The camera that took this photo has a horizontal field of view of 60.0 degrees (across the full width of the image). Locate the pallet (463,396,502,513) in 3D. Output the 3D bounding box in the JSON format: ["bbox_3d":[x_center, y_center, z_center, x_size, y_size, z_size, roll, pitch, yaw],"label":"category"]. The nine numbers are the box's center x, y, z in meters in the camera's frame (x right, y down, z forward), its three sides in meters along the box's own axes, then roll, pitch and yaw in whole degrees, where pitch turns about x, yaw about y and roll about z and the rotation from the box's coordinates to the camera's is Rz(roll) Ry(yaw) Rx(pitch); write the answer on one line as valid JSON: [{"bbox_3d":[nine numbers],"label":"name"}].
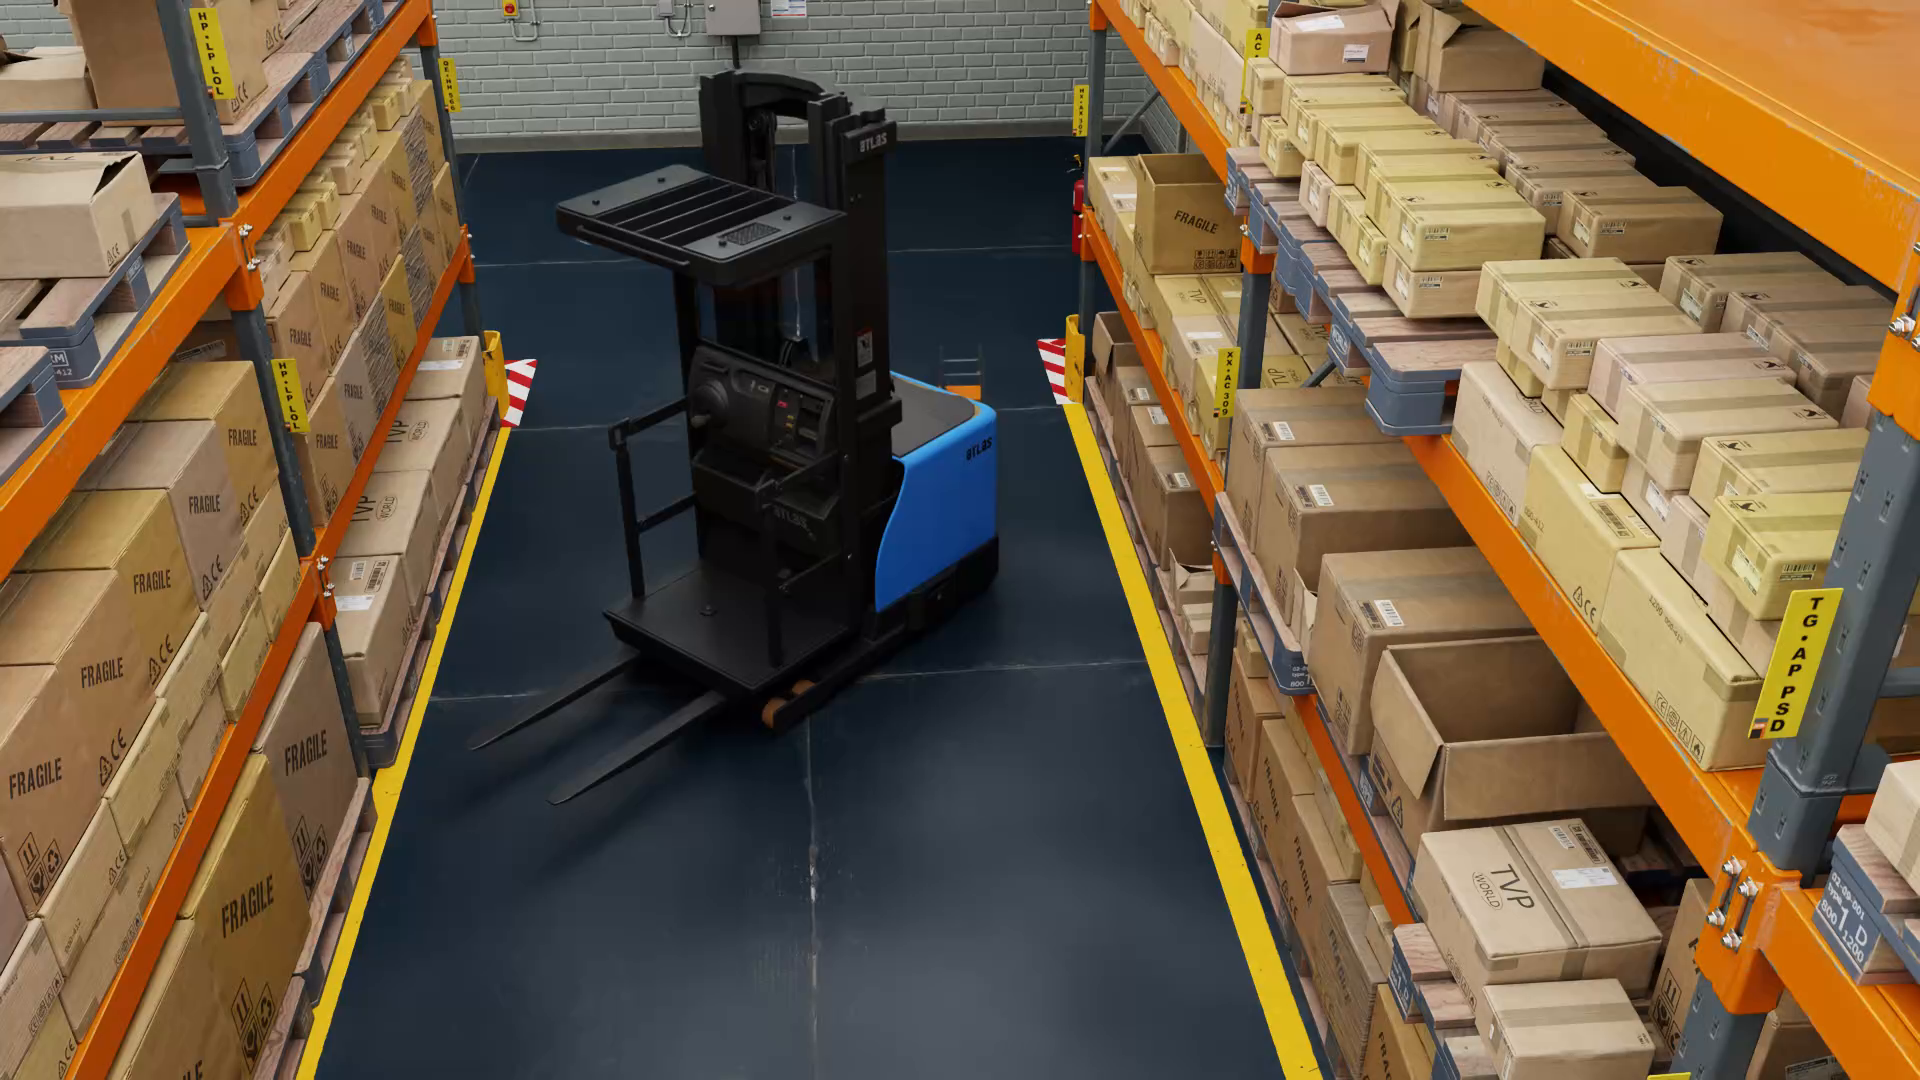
[{"bbox_3d":[-3.480,-0.531,10.433,1.003,0.211,1.213,-3,31,-5],"label":"pallet"}]

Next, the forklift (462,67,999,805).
[{"bbox_3d":[-1.103,-0.606,7.906,1.130,2.935,3.031,23,38,33],"label":"forklift"}]

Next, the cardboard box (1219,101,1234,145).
[{"bbox_3d":[1.335,-1.804,7.166,0.380,0.149,0.250,-3,31,-5],"label":"cardboard box"}]

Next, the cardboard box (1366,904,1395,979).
[{"bbox_3d":[1.662,1.408,5.863,0.380,0.149,0.250,-4,31,-7],"label":"cardboard box"}]

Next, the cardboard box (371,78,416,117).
[{"bbox_3d":[-3.245,-2.453,9.227,0.380,0.149,0.250,-3,31,-5],"label":"cardboard box"}]

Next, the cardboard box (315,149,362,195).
[{"bbox_3d":[-3.154,-1.793,8.121,0.380,0.149,0.250,-3,31,-4],"label":"cardboard box"}]

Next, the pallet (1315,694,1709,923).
[{"bbox_3d":[1.870,0.802,5.669,1.003,0.211,1.213,-3,31,-5],"label":"pallet"}]

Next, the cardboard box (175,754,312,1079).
[{"bbox_3d":[-3.030,1.415,6.118,0.875,0.875,0.875,-2,31,-3],"label":"cardboard box"}]

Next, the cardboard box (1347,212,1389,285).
[{"bbox_3d":[1.427,-0.910,5.161,0.380,0.149,0.250,-2,31,-3],"label":"cardboard box"}]

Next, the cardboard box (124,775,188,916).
[{"bbox_3d":[-2.839,0.973,5.342,0.500,0.250,0.500,-3,31,-5],"label":"cardboard box"}]

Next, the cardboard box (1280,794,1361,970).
[{"bbox_3d":[1.605,1.347,6.598,0.500,0.500,0.500,-4,31,-6],"label":"cardboard box"}]

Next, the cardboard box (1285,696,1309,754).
[{"bbox_3d":[1.589,0.749,6.967,0.380,0.149,0.250,-4,31,-7],"label":"cardboard box"}]

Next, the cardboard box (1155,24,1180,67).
[{"bbox_3d":[1.181,-2.464,8.270,0.380,0.149,0.250,-2,31,-4],"label":"cardboard box"}]

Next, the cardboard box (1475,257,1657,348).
[{"bbox_3d":[1.608,-0.634,4.428,0.380,0.149,0.250,-3,31,-4],"label":"cardboard box"}]

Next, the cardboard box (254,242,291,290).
[{"bbox_3d":[-3.070,-1.144,7.036,0.380,0.149,0.250,-2,31,-4],"label":"cardboard box"}]

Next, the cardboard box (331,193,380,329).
[{"bbox_3d":[-3.140,-1.337,7.991,0.500,0.500,0.500,-2,31,-4],"label":"cardboard box"}]

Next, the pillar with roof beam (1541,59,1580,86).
[{"bbox_3d":[-1.771,-3.098,6.161,9.100,9.000,0.400,-3,31,-5],"label":"pillar with roof beam"}]

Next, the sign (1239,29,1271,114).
[{"bbox_3d":[1.143,-1.810,6.425,0.100,0.325,0.005,-3,31,-5],"label":"sign"}]

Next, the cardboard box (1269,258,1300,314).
[{"bbox_3d":[1.808,-1.488,8.441,0.500,0.500,0.500,-4,31,-6],"label":"cardboard box"}]

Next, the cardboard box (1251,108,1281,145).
[{"bbox_3d":[1.314,-1.561,6.252,0.380,0.149,0.250,-2,31,-4],"label":"cardboard box"}]

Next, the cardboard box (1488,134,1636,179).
[{"bbox_3d":[1.919,-1.187,5.335,0.380,0.149,0.250,-4,31,-6],"label":"cardboard box"}]

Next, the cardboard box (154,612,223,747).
[{"bbox_3d":[-2.868,0.492,5.660,0.500,0.250,0.500,-2,31,-3],"label":"cardboard box"}]

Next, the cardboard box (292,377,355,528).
[{"bbox_3d":[-3.042,-0.385,7.372,0.500,0.500,0.500,-2,31,-3],"label":"cardboard box"}]

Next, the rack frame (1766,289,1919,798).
[{"bbox_3d":[2.056,-0.863,2.420,1.000,3.000,0.127,-3,31,-5],"label":"rack frame"}]

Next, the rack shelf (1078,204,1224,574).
[{"bbox_3d":[1.495,-1.042,9.271,1.077,0.370,4.000,-3,31,-5],"label":"rack shelf"}]

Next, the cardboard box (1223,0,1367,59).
[{"bbox_3d":[1.396,-2.142,6.854,0.500,0.250,0.500,-3,31,-4],"label":"cardboard box"}]

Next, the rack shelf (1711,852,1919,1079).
[{"bbox_3d":[2.243,1.755,1.664,1.077,0.370,4.000,-3,31,-5],"label":"rack shelf"}]

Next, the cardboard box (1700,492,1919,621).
[{"bbox_3d":[1.729,0.029,3.319,0.380,0.149,0.250,-2,31,-3],"label":"cardboard box"}]

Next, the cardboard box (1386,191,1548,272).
[{"bbox_3d":[1.476,-0.904,4.861,0.380,0.149,0.250,-3,31,-4],"label":"cardboard box"}]

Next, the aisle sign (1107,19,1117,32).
[{"bbox_3d":[1.010,-3.509,10.164,0.394,0.787,0.004,-3,31,-5],"label":"aisle sign"}]

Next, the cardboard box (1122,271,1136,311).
[{"bbox_3d":[1.137,-1.423,9.452,0.380,0.149,0.250,-4,31,-6],"label":"cardboard box"}]

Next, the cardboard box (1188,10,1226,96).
[{"bbox_3d":[1.329,-2.180,7.406,0.500,0.250,0.500,-4,31,-6],"label":"cardboard box"}]

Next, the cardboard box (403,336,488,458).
[{"bbox_3d":[-3.472,-0.881,10.388,0.875,0.438,0.875,-4,31,-6],"label":"cardboard box"}]

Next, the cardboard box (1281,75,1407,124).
[{"bbox_3d":[1.369,-1.554,5.950,0.380,0.149,0.250,-2,31,-4],"label":"cardboard box"}]

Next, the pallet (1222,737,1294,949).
[{"bbox_3d":[1.796,1.281,7.400,1.003,0.211,1.213,-3,31,-5],"label":"pallet"}]

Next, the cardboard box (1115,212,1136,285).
[{"bbox_3d":[1.181,-1.675,9.485,0.500,0.250,0.500,-3,31,-6],"label":"cardboard box"}]

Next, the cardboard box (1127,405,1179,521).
[{"bbox_3d":[1.262,-0.449,9.605,0.500,0.500,0.500,-2,31,-4],"label":"cardboard box"}]

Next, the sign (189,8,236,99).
[{"bbox_3d":[-2.720,-1.766,6.045,0.100,0.325,0.005,-3,31,-5],"label":"sign"}]

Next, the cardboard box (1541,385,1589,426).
[{"bbox_3d":[1.739,-0.375,4.285,0.380,0.149,0.250,-2,31,-4],"label":"cardboard box"}]

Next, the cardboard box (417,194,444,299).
[{"bbox_3d":[-3.293,-1.685,9.548,0.500,0.500,0.500,-3,31,-6],"label":"cardboard box"}]

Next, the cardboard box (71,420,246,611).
[{"bbox_3d":[-2.912,-0.082,5.890,0.500,0.500,0.500,-2,31,-4],"label":"cardboard box"}]

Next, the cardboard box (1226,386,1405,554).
[{"bbox_3d":[1.505,-0.295,6.812,0.700,0.500,0.500,-2,31,-3],"label":"cardboard box"}]

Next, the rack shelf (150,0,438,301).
[{"bbox_3d":[-3.446,-2.090,8.101,1.077,0.370,4.000,-3,31,-5],"label":"rack shelf"}]

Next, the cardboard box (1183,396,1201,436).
[{"bbox_3d":[1.307,-0.636,8.135,0.380,0.149,0.250,-2,31,-3],"label":"cardboard box"}]

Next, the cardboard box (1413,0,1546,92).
[{"bbox_3d":[1.837,-1.752,5.877,0.396,0.266,0.258,-3,31,-5],"label":"cardboard box"}]

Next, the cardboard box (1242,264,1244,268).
[{"bbox_3d":[1.753,-1.430,9.075,0.500,0.250,0.500,-3,31,-5],"label":"cardboard box"}]

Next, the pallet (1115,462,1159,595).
[{"bbox_3d":[1.502,-0.108,9.725,1.003,0.211,1.213,-3,31,-5],"label":"pallet"}]

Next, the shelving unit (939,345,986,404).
[{"bbox_3d":[0.010,-0.512,9.437,0.258,1.200,0.189,-2,31,-3],"label":"shelving unit"}]

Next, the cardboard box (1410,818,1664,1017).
[{"bbox_3d":[1.635,1.073,4.765,0.500,0.250,0.500,-4,31,-7],"label":"cardboard box"}]

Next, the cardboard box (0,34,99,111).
[{"bbox_3d":[-3.638,-1.854,6.628,0.396,0.266,0.258,-2,31,-3],"label":"cardboard box"}]
